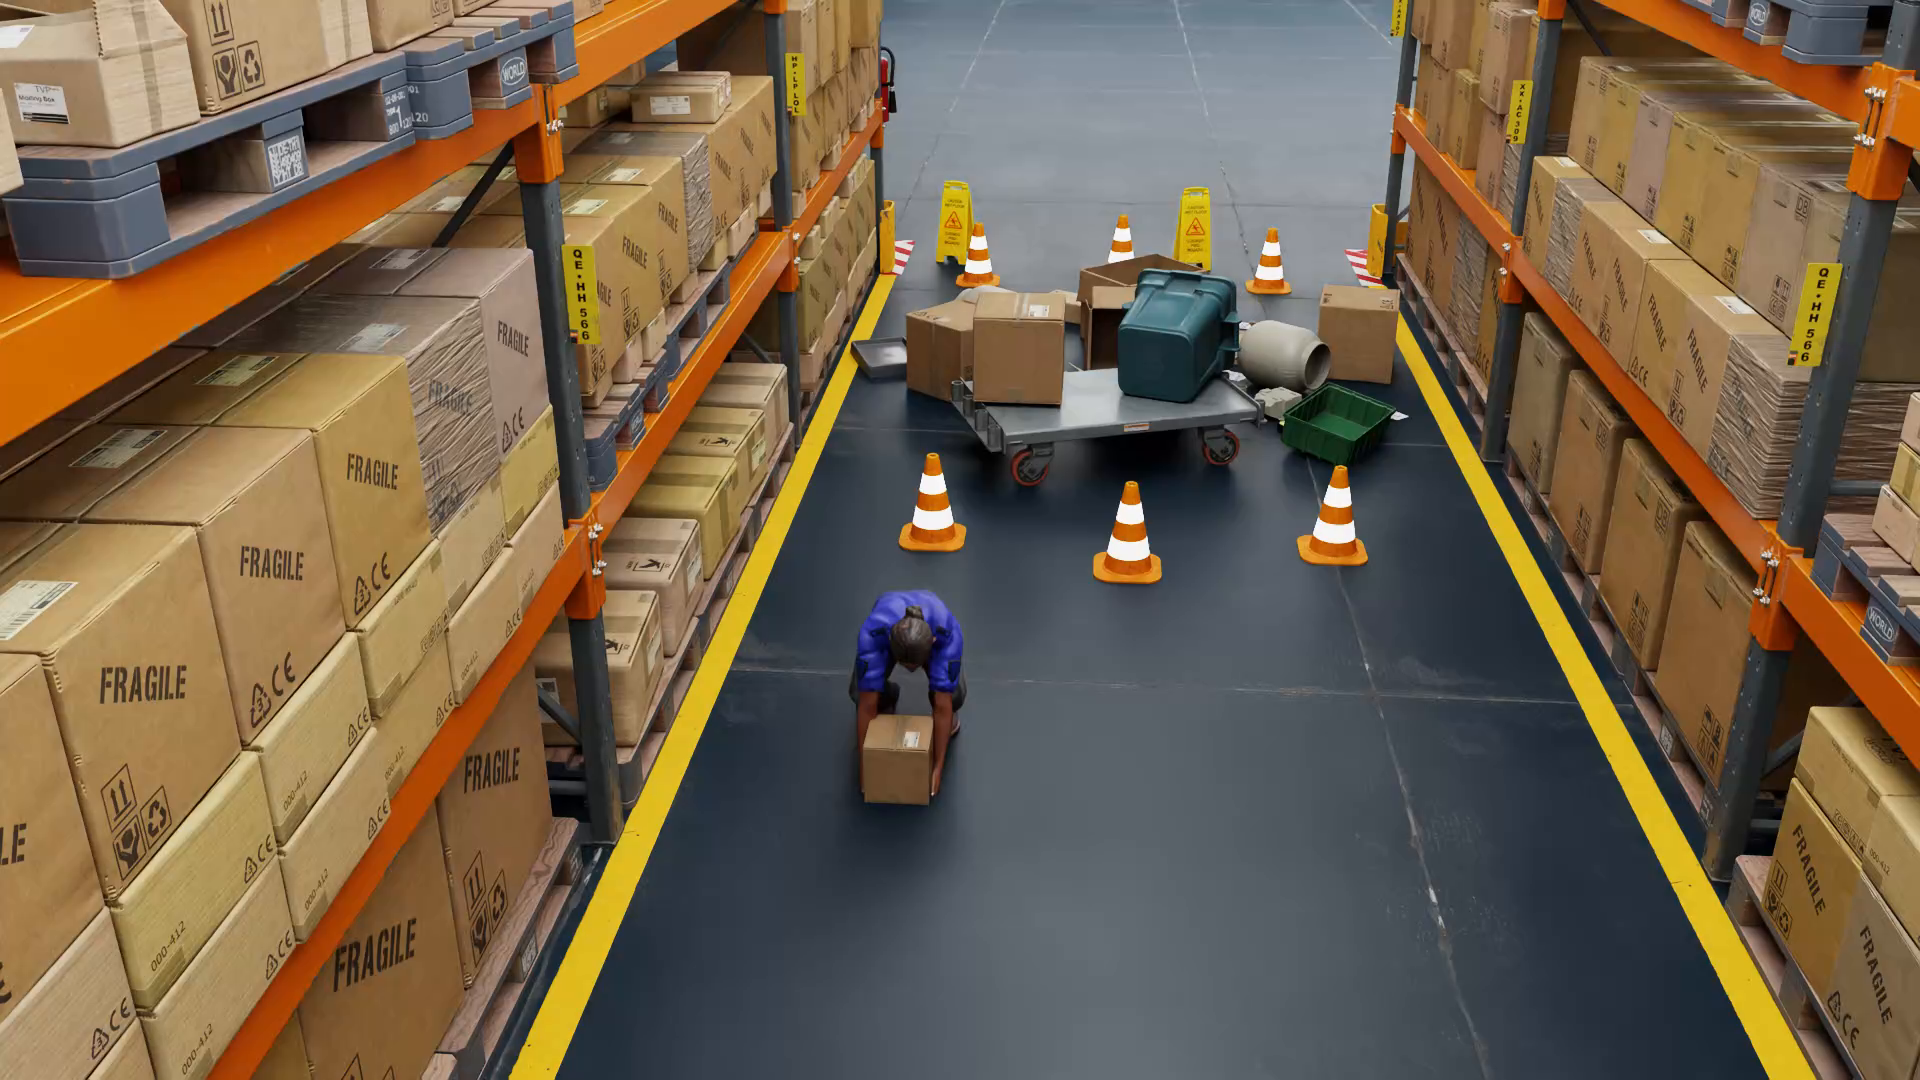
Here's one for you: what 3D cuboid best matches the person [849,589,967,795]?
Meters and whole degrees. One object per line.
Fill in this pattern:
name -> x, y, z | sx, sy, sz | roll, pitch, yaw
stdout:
person -> -0.204, 0.523, 6.656 | 0.472, 0.807, 0.844 | 2, 25, 3
